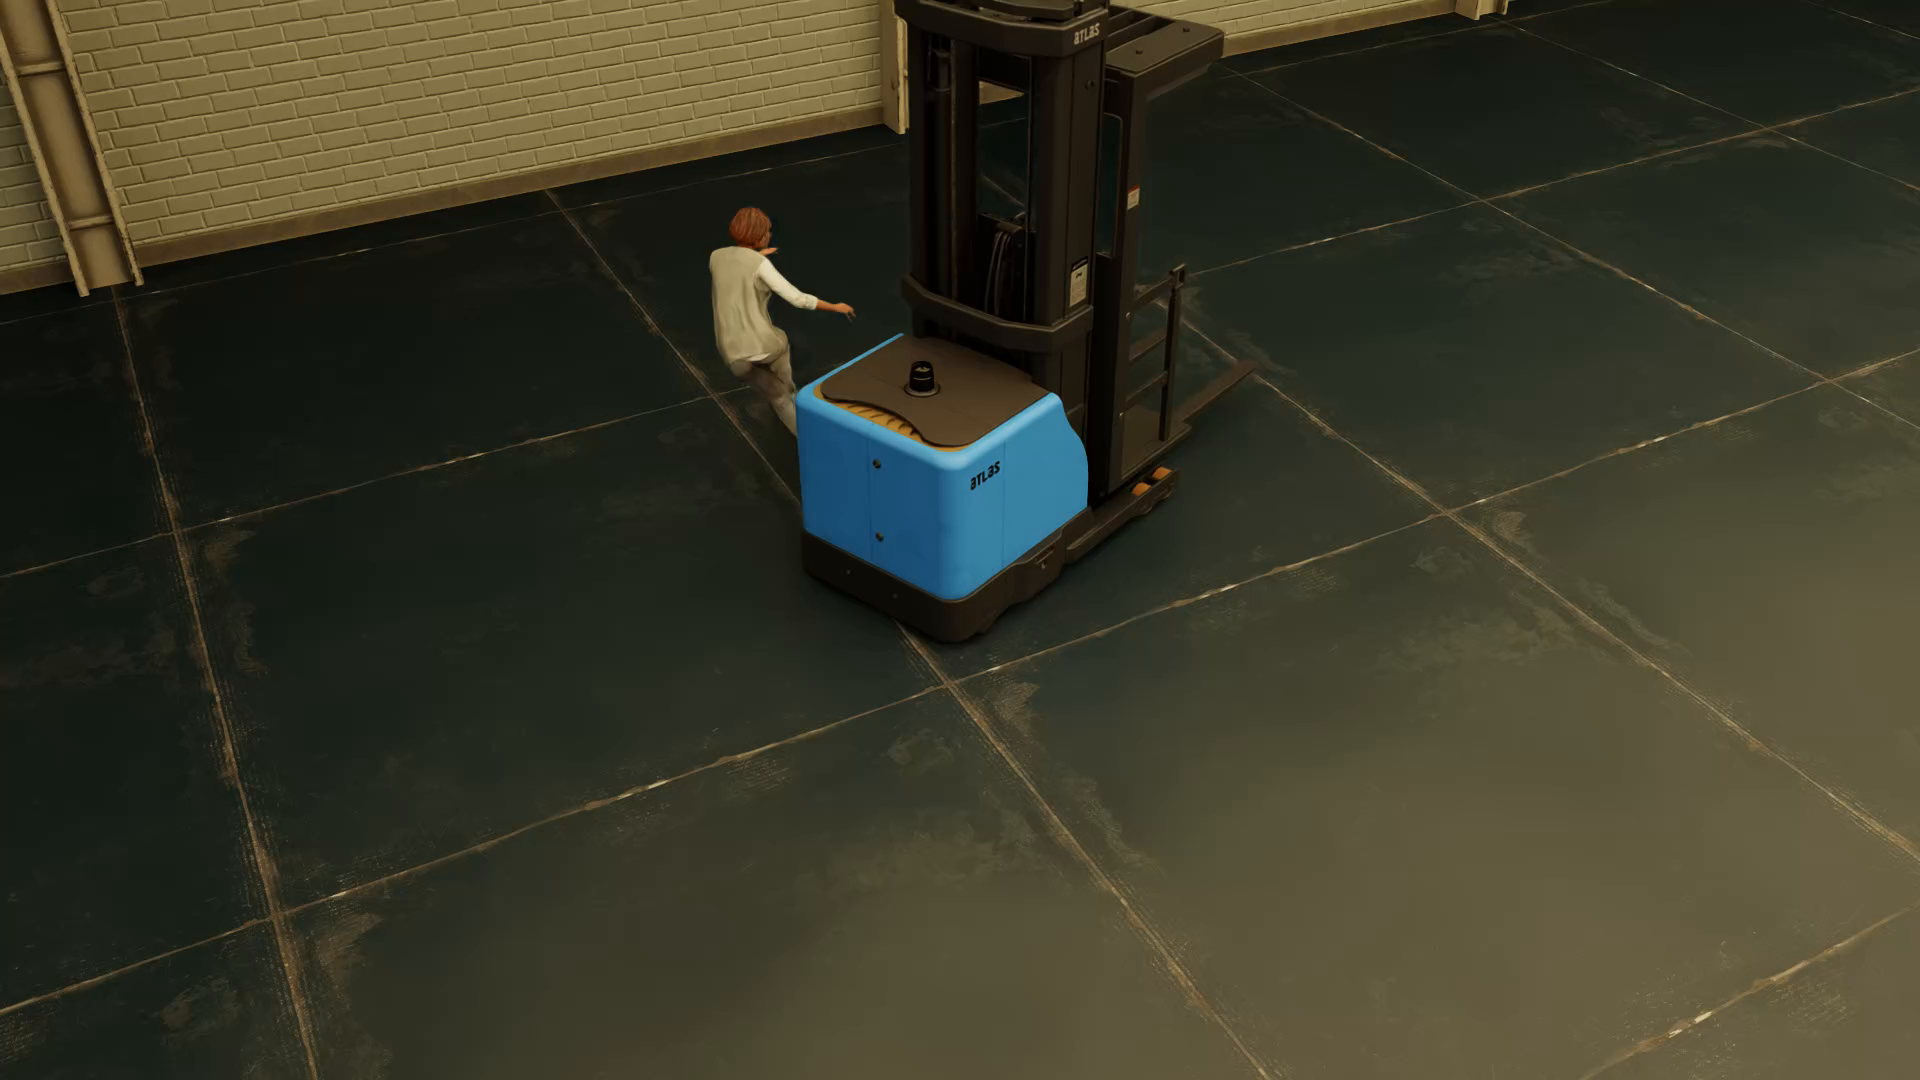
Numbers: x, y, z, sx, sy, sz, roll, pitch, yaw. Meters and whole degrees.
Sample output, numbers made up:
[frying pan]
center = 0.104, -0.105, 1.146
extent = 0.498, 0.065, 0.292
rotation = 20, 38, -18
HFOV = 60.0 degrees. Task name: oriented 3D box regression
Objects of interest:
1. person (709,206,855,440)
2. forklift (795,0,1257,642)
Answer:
[person]
center = -0.981, -1.144, 9.081
extent = 0.848, 1.368, 0.820
rotation = 5, 36, 7
[forklift]
center = 0.528, -1.498, 8.243
extent = 1.130, 2.935, 3.031
rotation = 25, 42, 31
